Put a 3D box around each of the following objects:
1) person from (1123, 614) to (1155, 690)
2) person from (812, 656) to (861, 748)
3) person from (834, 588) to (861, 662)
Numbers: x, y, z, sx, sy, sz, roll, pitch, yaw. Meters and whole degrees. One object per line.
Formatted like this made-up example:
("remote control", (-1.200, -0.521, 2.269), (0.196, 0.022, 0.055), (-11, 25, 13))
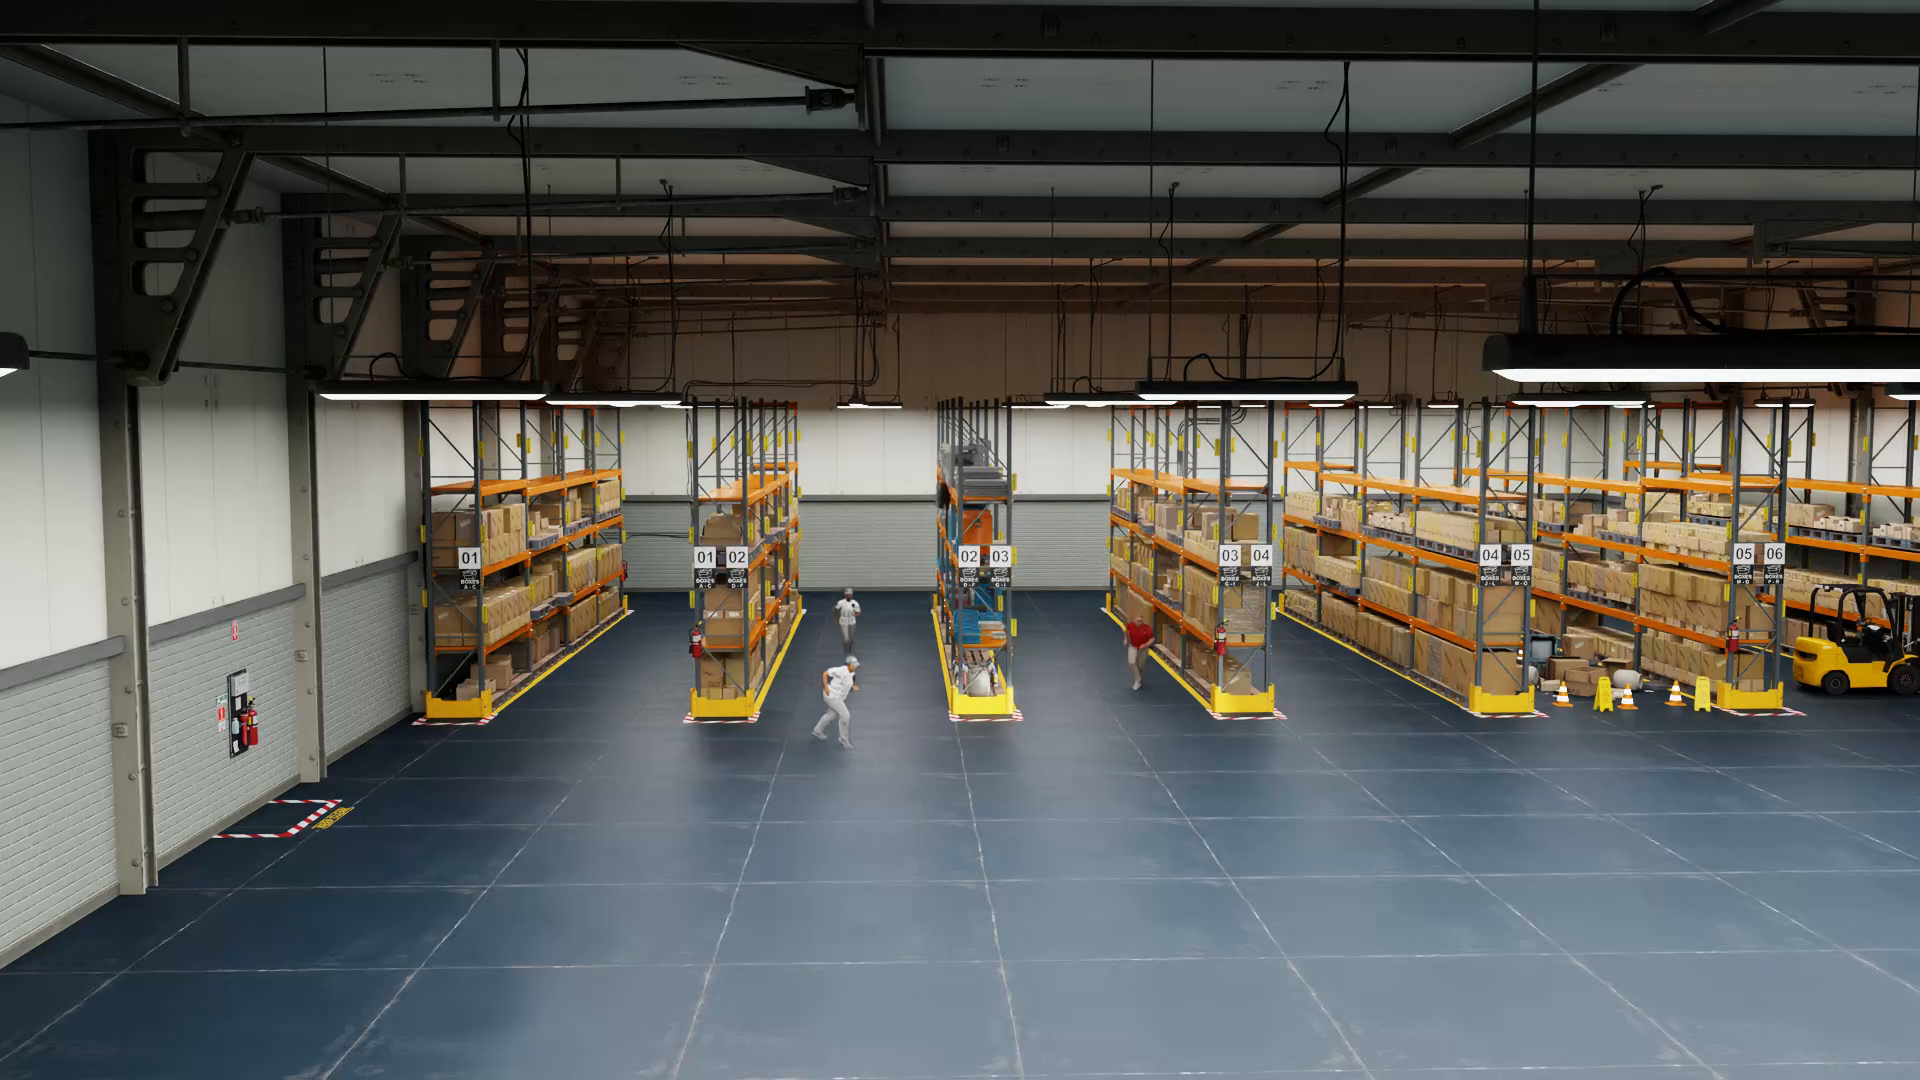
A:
("person", (3.717, 2.271, 34.452), (0.676, 1.569, 1.093), (1, 4, 11))
("person", (-2.144, 2.774, 28.481), (1.018, 1.622, 0.648), (3, 5, 30))
("person", (-2.545, 1.960, 37.803), (0.556, 1.751, 0.847), (-1, 5, -15))
